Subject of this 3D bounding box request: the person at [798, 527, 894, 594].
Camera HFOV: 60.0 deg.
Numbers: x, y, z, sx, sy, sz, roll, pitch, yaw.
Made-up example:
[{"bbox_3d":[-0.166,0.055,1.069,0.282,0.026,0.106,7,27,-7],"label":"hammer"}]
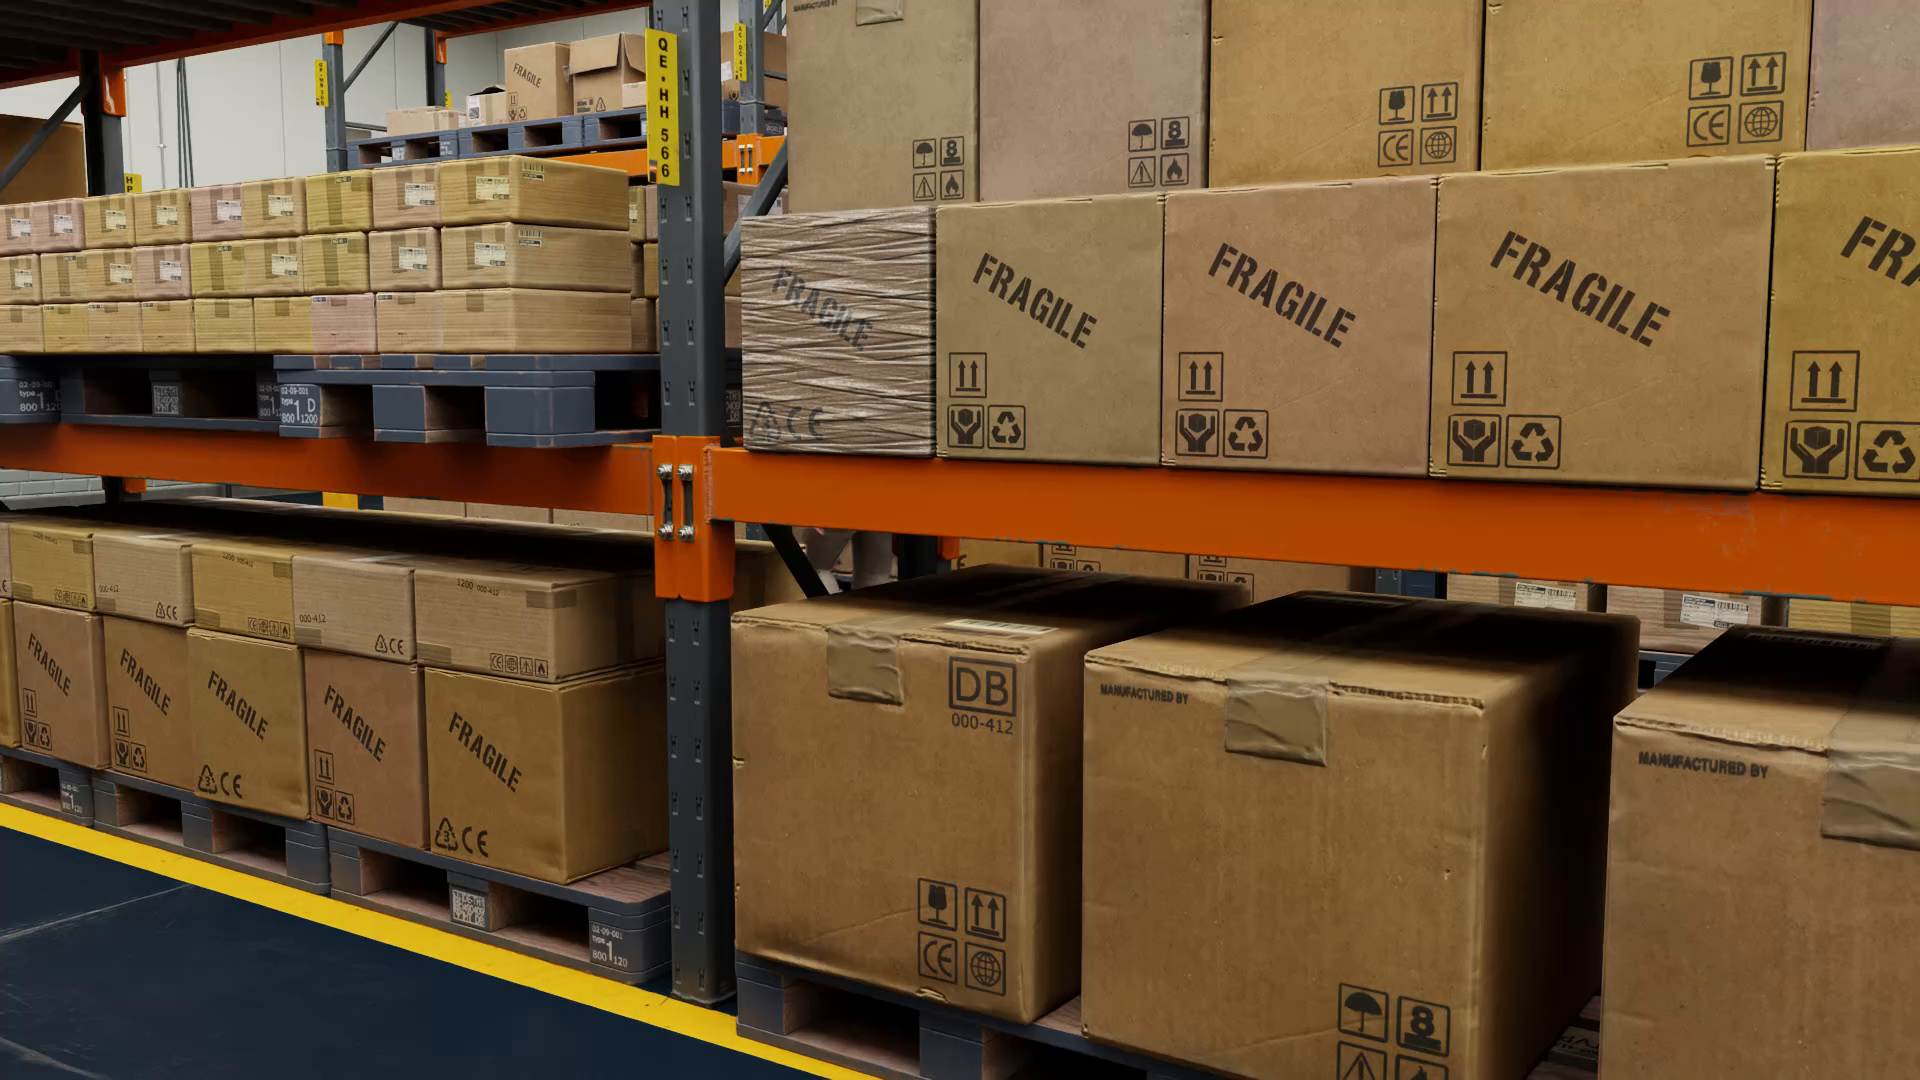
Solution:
[{"bbox_3d":[-0.465,-0.191,7.450,0.550,1.714,0.553,-3,7,-24],"label":"person"}]
